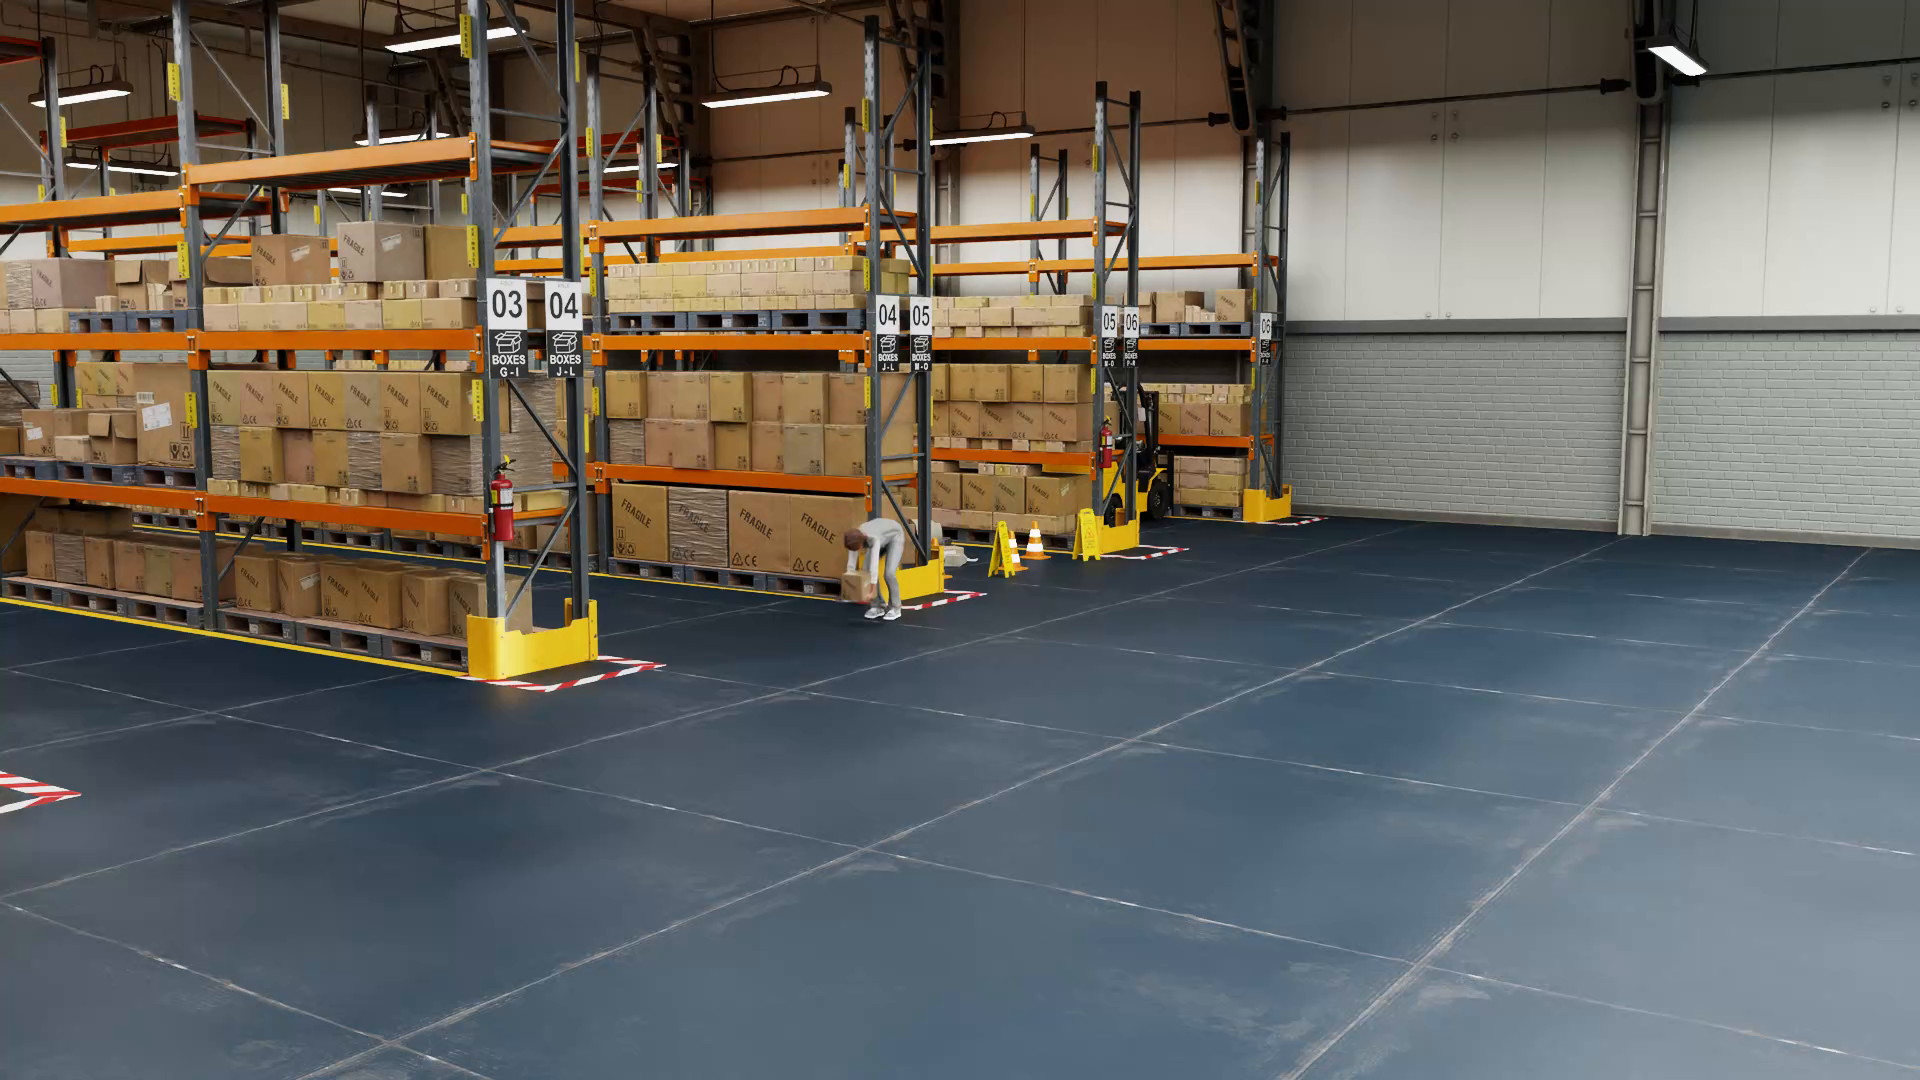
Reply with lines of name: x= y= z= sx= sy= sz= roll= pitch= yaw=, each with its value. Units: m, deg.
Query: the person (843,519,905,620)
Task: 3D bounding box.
person: x=-0.860 y=0.321 z=16.238 sx=0.399 sy=0.951 sz=0.872 roll=4 pitch=8 yaw=31
